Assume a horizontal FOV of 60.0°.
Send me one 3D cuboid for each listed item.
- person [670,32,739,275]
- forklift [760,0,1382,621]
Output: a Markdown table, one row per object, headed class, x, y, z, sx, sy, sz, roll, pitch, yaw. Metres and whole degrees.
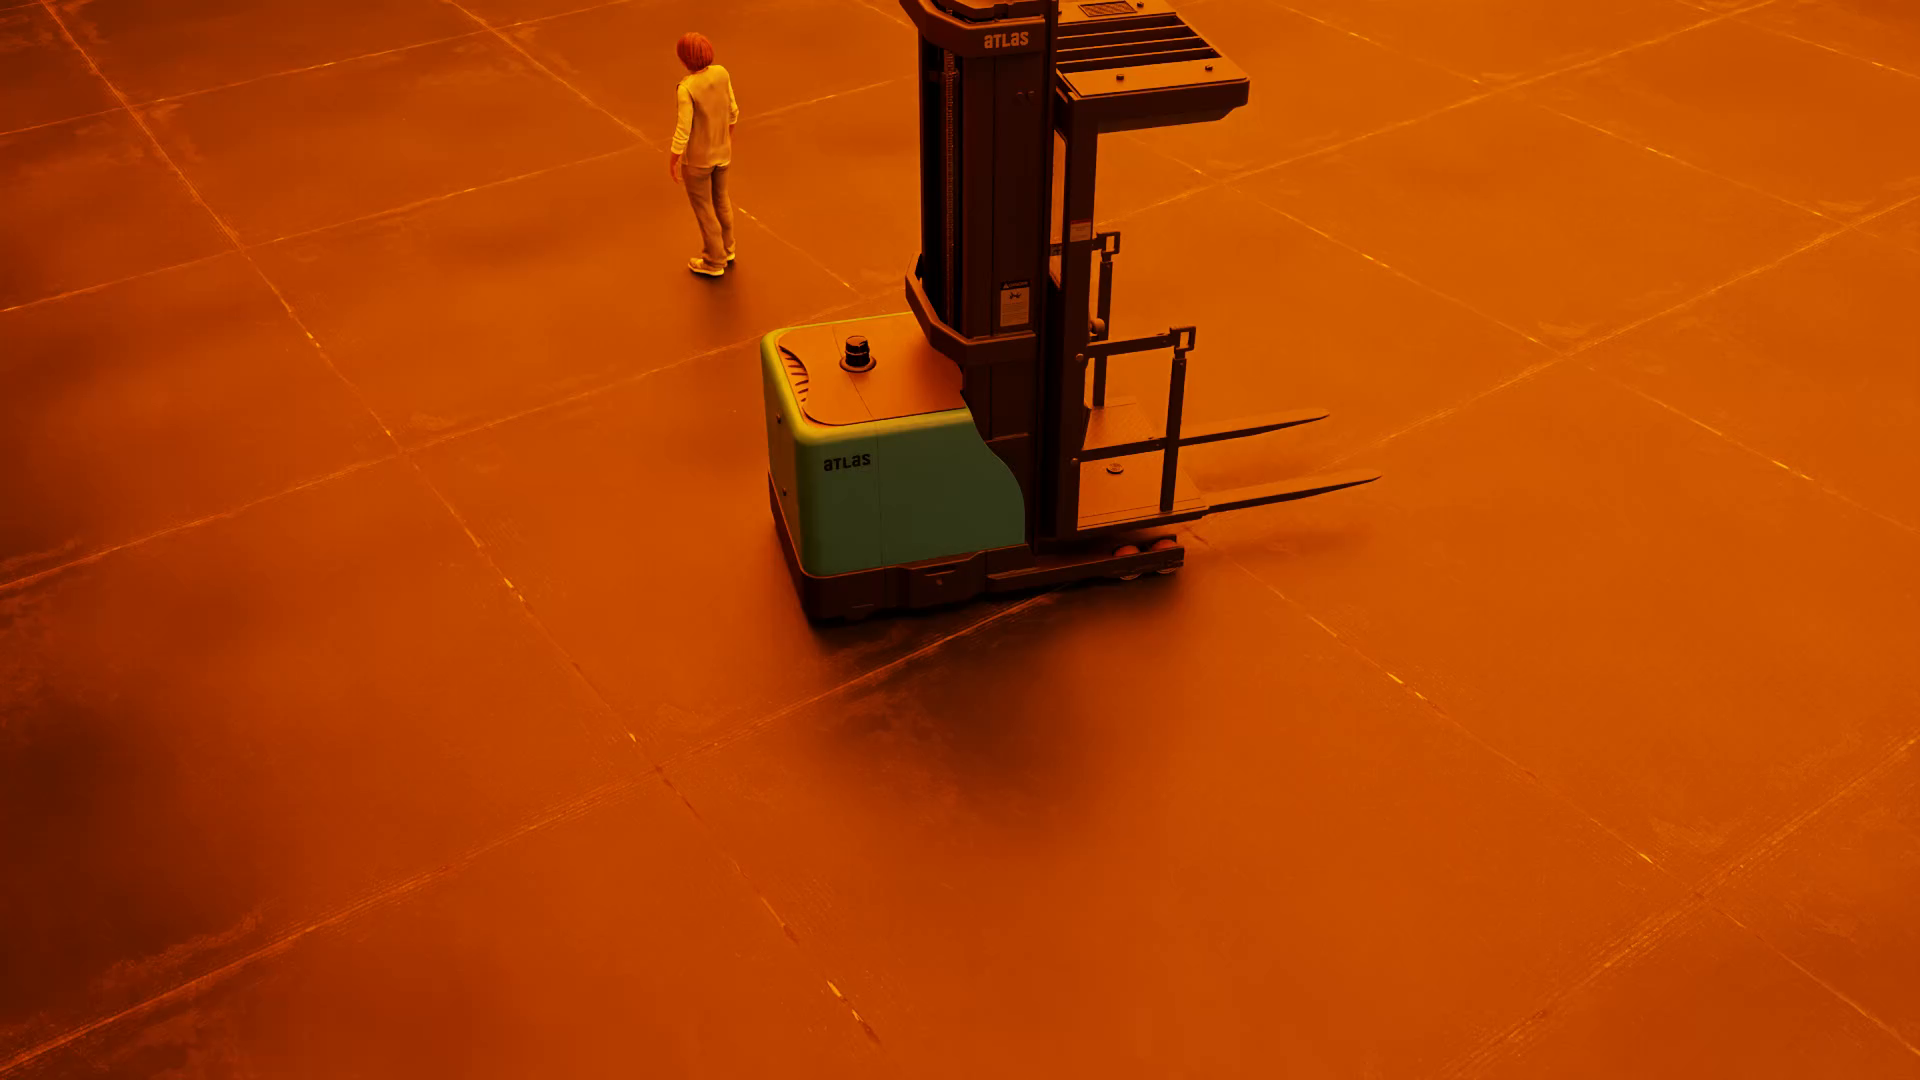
| class | x | y | z | sx | sy | sz | roll | pitch | yaw |
| --- | --- | --- | --- | --- | --- | --- | --- | --- | --- |
| person | -1.619 | -2.390 | 10.286 | 0.475 | 1.596 | 0.520 | 27 | 44 | 32 |
| forklift | 0.606 | -1.278 | 7.673 | 3.031 | 2.935 | 1.130 | -9 | 37 | -12 |
